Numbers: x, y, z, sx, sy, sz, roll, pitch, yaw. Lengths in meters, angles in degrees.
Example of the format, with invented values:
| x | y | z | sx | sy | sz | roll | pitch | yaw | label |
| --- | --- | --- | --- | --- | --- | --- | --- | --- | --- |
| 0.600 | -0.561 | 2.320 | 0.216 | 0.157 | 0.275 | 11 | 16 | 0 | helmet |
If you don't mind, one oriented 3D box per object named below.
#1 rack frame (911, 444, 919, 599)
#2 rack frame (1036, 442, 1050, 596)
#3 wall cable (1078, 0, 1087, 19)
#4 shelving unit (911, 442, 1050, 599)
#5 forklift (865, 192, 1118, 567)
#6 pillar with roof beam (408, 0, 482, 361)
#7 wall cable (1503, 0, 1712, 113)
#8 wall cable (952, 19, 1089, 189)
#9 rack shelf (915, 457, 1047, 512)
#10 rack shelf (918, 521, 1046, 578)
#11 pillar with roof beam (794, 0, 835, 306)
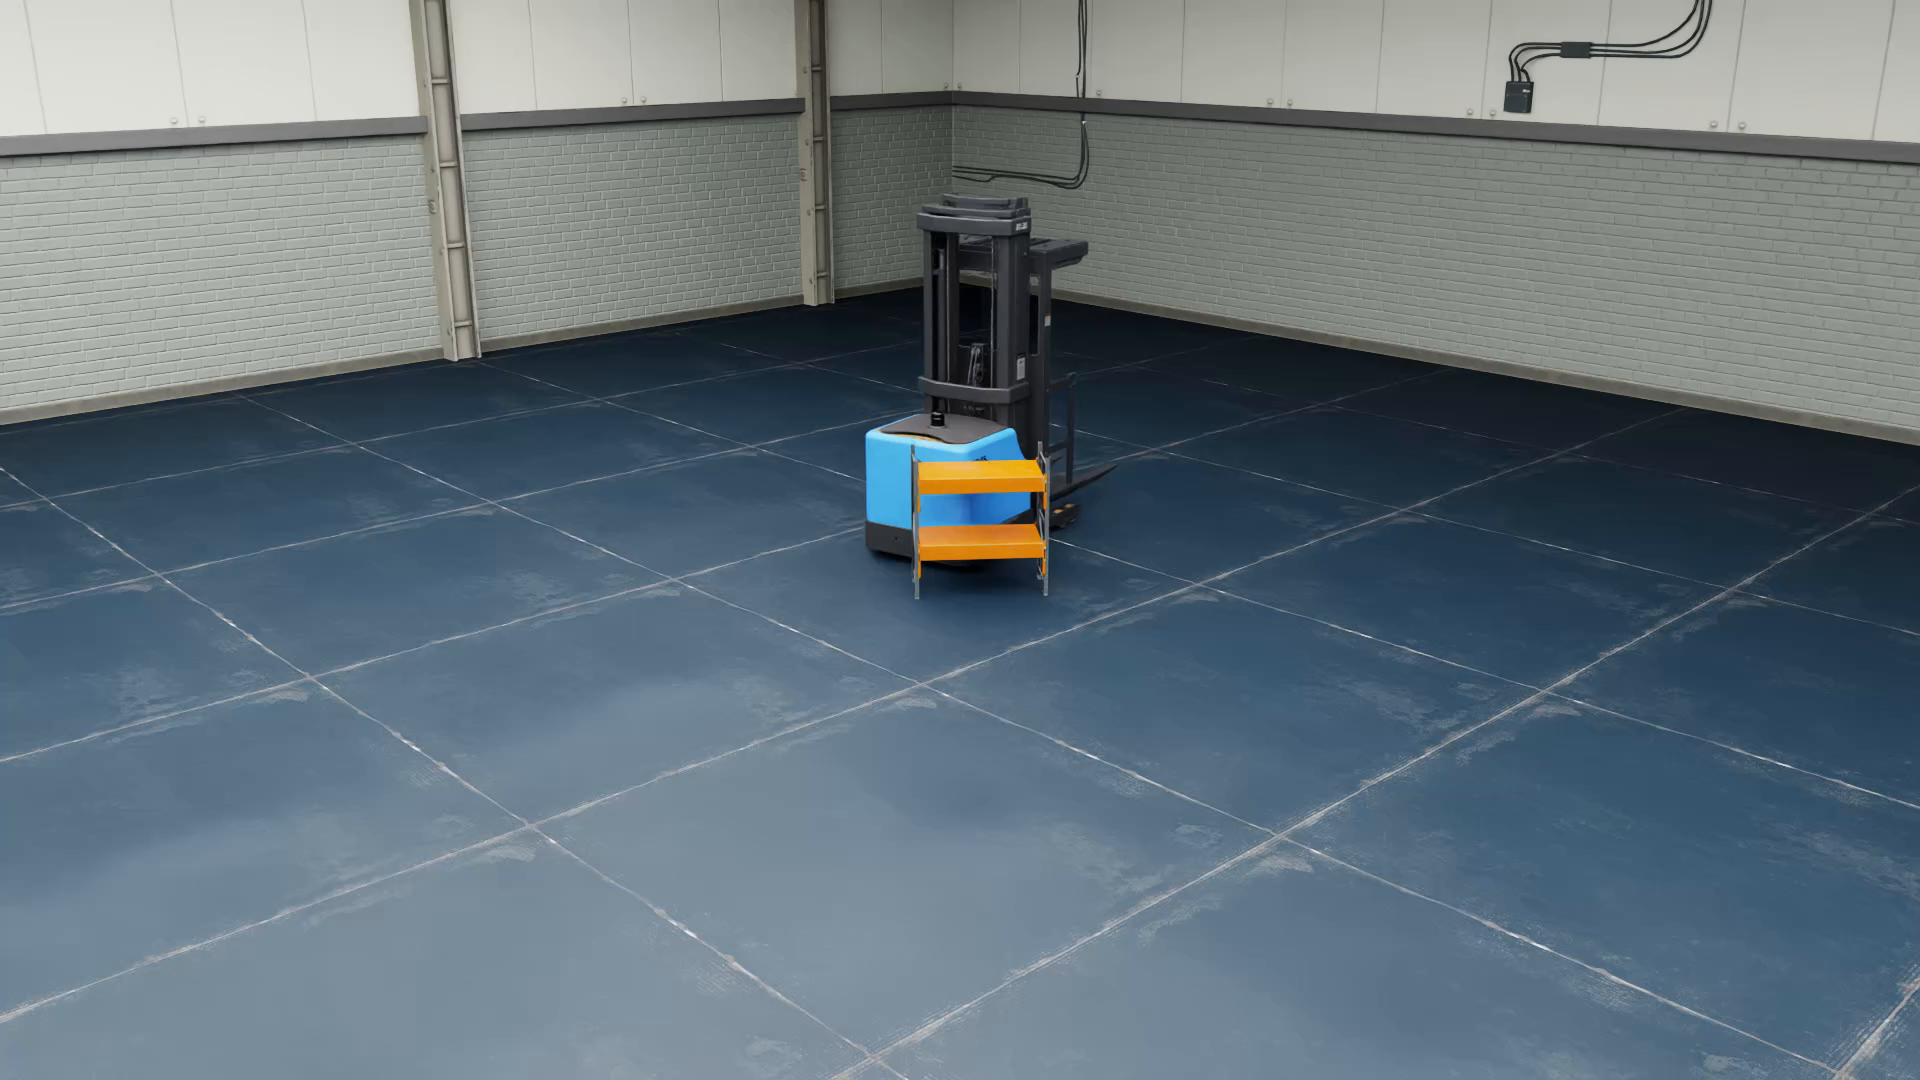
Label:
| x | y | z | sx | sy | sz | roll | pitch | yaw | label |
| --- | --- | --- | --- | --- | --- | --- | --- | --- | --- |
| -0.355 | -0.147 | 13.114 | 0.032 | 1.125 | 0.500 | -1 | 18 | -4 | rack frame |
| 0.658 | -0.173 | 13.194 | 0.032 | 1.125 | 0.500 | -1 | 18 | -4 | rack frame |
| 2.715 | -8.604 | 23.277 | 0.112 | 2.526 | 3.097 | -16 | 24 | -41 | wall cable |
| 0.151 | -0.160 | 13.154 | 1.048 | 1.125 | 0.538 | -1 | 18 | -4 | shelving unit |
| 0.421 | -1.573 | 14.584 | 1.130 | 2.935 | 3.031 | 11 | 21 | 31 | forklift |
| -3.594 | -5.721 | 17.538 | 0.400 | 9.000 | 9.100 | -16 | 24 | -41 | pillar with roof beam |
| 7.368 | -7.772 | 18.350 | 0.169 | 6.003 | 2.305 | -16 | 24 | -41 | wall cable |
| 0.857 | -6.808 | 25.925 | 0.112 | 2.526 | 3.097 | -16 | 24 | -41 | wall cable |
| 0.151 | -0.438 | 13.064 | 1.000 | 0.278 | 0.538 | -1 | 18 | -4 | rack shelf |
| 0.151 | 0.073 | 13.229 | 1.000 | 0.278 | 0.538 | -1 | 18 | -4 | rack shelf |
| 0.765 | -6.992 | 21.460 | 0.400 | 9.000 | 9.100 | -16 | 24 | -41 | pillar with roof beam |
